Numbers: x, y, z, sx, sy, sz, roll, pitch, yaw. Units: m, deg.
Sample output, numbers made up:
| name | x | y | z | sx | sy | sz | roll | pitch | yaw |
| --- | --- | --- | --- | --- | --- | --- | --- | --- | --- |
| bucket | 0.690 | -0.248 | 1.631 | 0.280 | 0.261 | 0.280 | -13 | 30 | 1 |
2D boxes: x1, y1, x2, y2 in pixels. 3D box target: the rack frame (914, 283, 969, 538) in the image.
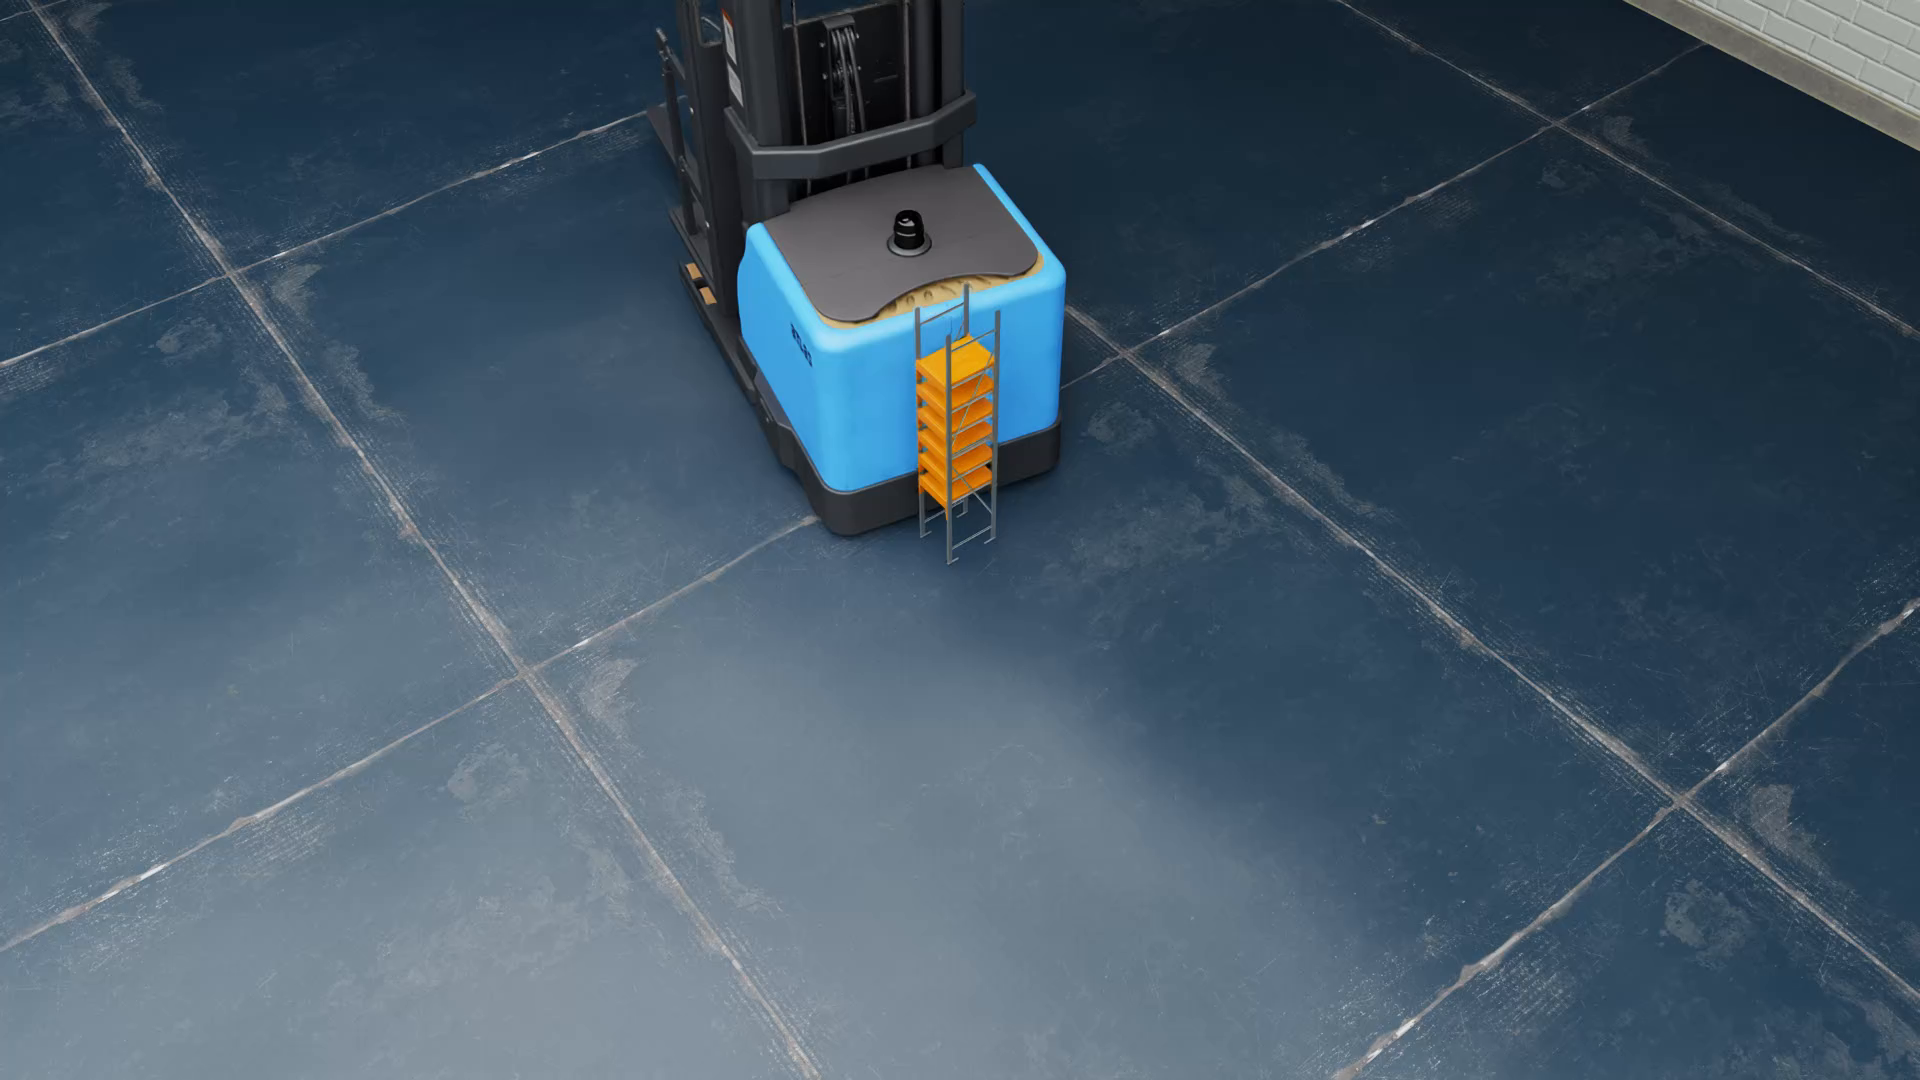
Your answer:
| name | x | y | z | sx | sy | sz | roll | pitch | yaw |
| --- | --- | --- | --- | --- | --- | --- | --- | --- | --- |
| rack frame | -0.064 | -0.465 | 6.361 | 0.240 | 1.200 | 0.006 | -29 | 54 | -24 |

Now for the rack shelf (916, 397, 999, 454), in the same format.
| name | x | y | z | sx | sy | sz | roll | pitch | yaw |
| --- | --- | --- | --- | --- | --- | --- | --- | --- | --- |
| rack shelf | -0.009 | -0.462 | 6.256 | 0.258 | 0.103 | 0.180 | -29 | 54 | -24 |

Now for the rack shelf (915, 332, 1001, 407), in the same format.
| name | x | y | z | sx | sy | sz | roll | pitch | yaw |
| --- | --- | --- | --- | --- | --- | --- | --- | --- | --- |
| rack shelf | -0.009 | -0.623 | 6.078 | 0.258 | 0.103 | 0.180 | -29 | 54 | -24 |

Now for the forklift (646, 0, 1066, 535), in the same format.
| name | x | y | z | sx | sy | sz | roll | pitch | yaw |
| --- | --- | --- | --- | --- | --- | --- | --- | --- | --- |
| forklift | -0.656 | -2.111 | 6.684 | 1.130 | 2.935 | 3.031 | -19 | 51 | -16 |

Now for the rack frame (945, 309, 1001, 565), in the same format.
| name | x | y | z | sx | sy | sz | roll | pitch | yaw |
| --- | --- | --- | --- | --- | --- | --- | --- | --- | --- |
| rack frame | 0.047 | -0.358 | 6.263 | 0.240 | 1.200 | 0.006 | -29 | 54 | -24 |

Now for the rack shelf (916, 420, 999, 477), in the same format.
| name | x | y | z | sx | sy | sz | roll | pitch | yaw |
| --- | --- | --- | --- | --- | --- | --- | --- | --- | --- |
| rack shelf | -0.009 | -0.382 | 6.345 | 0.258 | 0.103 | 0.180 | -29 | 54 | -24 |

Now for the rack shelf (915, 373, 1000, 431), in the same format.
| name | x | y | z | sx | sy | sz | roll | pitch | yaw |
| --- | --- | --- | --- | --- | --- | --- | --- | --- | --- |
| rack shelf | -0.009 | -0.543 | 6.167 | 0.258 | 0.103 | 0.180 | -29 | 54 | -24 |

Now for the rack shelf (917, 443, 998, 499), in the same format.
| name | x | y | z | sx | sy | sz | roll | pitch | yaw |
| --- | --- | --- | --- | --- | --- | --- | --- | --- | --- |
| rack shelf | -0.009 | -0.301 | 6.434 | 0.258 | 0.103 | 0.180 | -29 | 54 | -24 |

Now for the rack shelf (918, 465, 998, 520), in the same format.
| name | x | y | z | sx | sy | sz | roll | pitch | yaw |
| --- | --- | --- | --- | --- | --- | --- | --- | --- | --- |
| rack shelf | -0.009 | -0.220 | 6.523 | 0.258 | 0.103 | 0.180 | -29 | 54 | -24 |

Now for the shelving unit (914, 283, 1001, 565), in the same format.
| name | x | y | z | sx | sy | sz | roll | pitch | yaw |
| --- | --- | --- | --- | --- | --- | --- | --- | --- | --- |
| shelving unit | -0.009 | -0.412 | 6.312 | 0.258 | 1.200 | 0.189 | -29 | 54 | -24 |
